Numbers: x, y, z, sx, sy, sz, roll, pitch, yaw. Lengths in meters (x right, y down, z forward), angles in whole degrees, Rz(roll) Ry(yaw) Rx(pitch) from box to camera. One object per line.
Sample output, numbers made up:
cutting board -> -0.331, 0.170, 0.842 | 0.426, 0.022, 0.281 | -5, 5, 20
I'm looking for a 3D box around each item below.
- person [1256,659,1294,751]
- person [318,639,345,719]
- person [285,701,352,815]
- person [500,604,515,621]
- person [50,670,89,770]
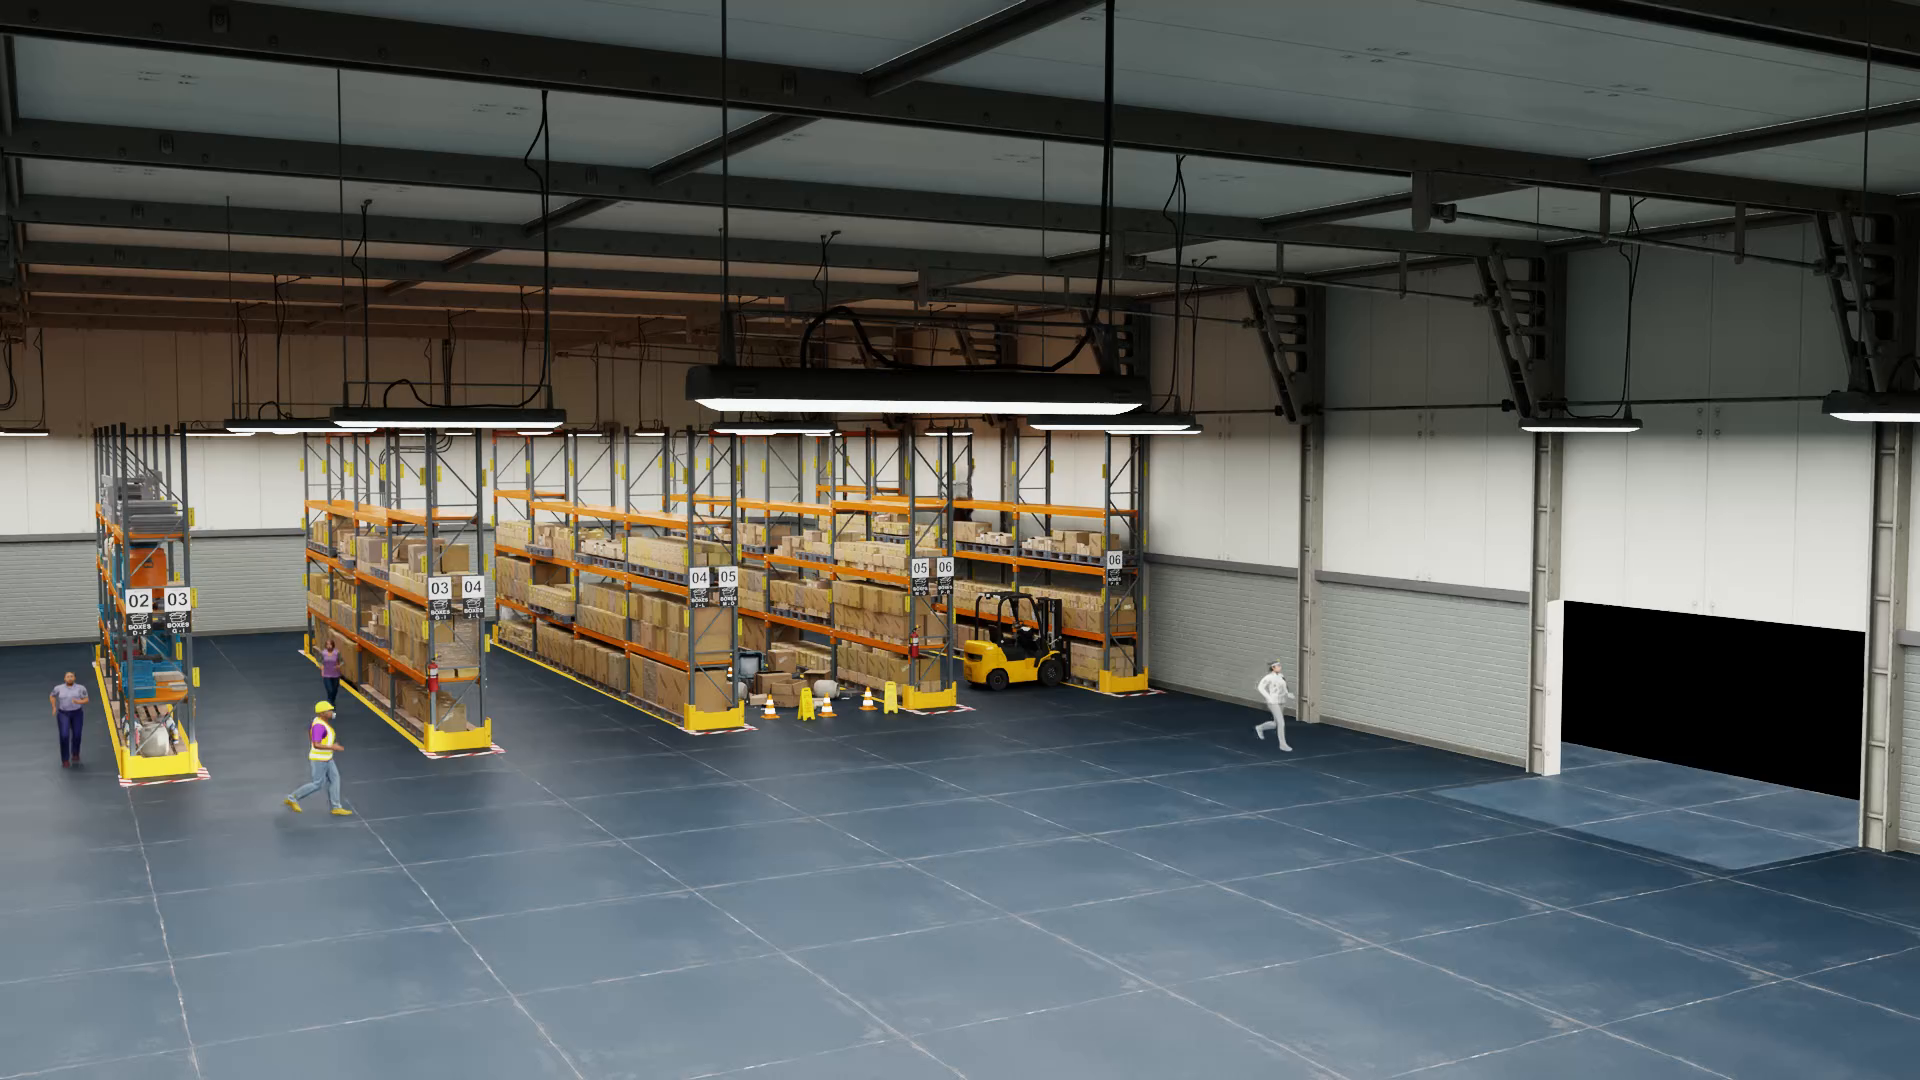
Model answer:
person -> 5.813, 3.031, 30.768 | 0.820, 1.696, 0.618 | 3, 5, 43
person -> -12.990, 2.844, 34.393 | 0.526, 1.606, 0.815 | -2, 4, -24
person -> -9.713, 3.315, 25.150 | 0.948, 1.754, 0.681 | -1, 4, -11
person -> -13.055, 1.953, 48.082 | 0.549, 1.750, 0.648 | -3, 5, -42
person -> -15.593, 3.137, 29.151 | 0.580, 1.710, 0.767 | -2, 4, -34
